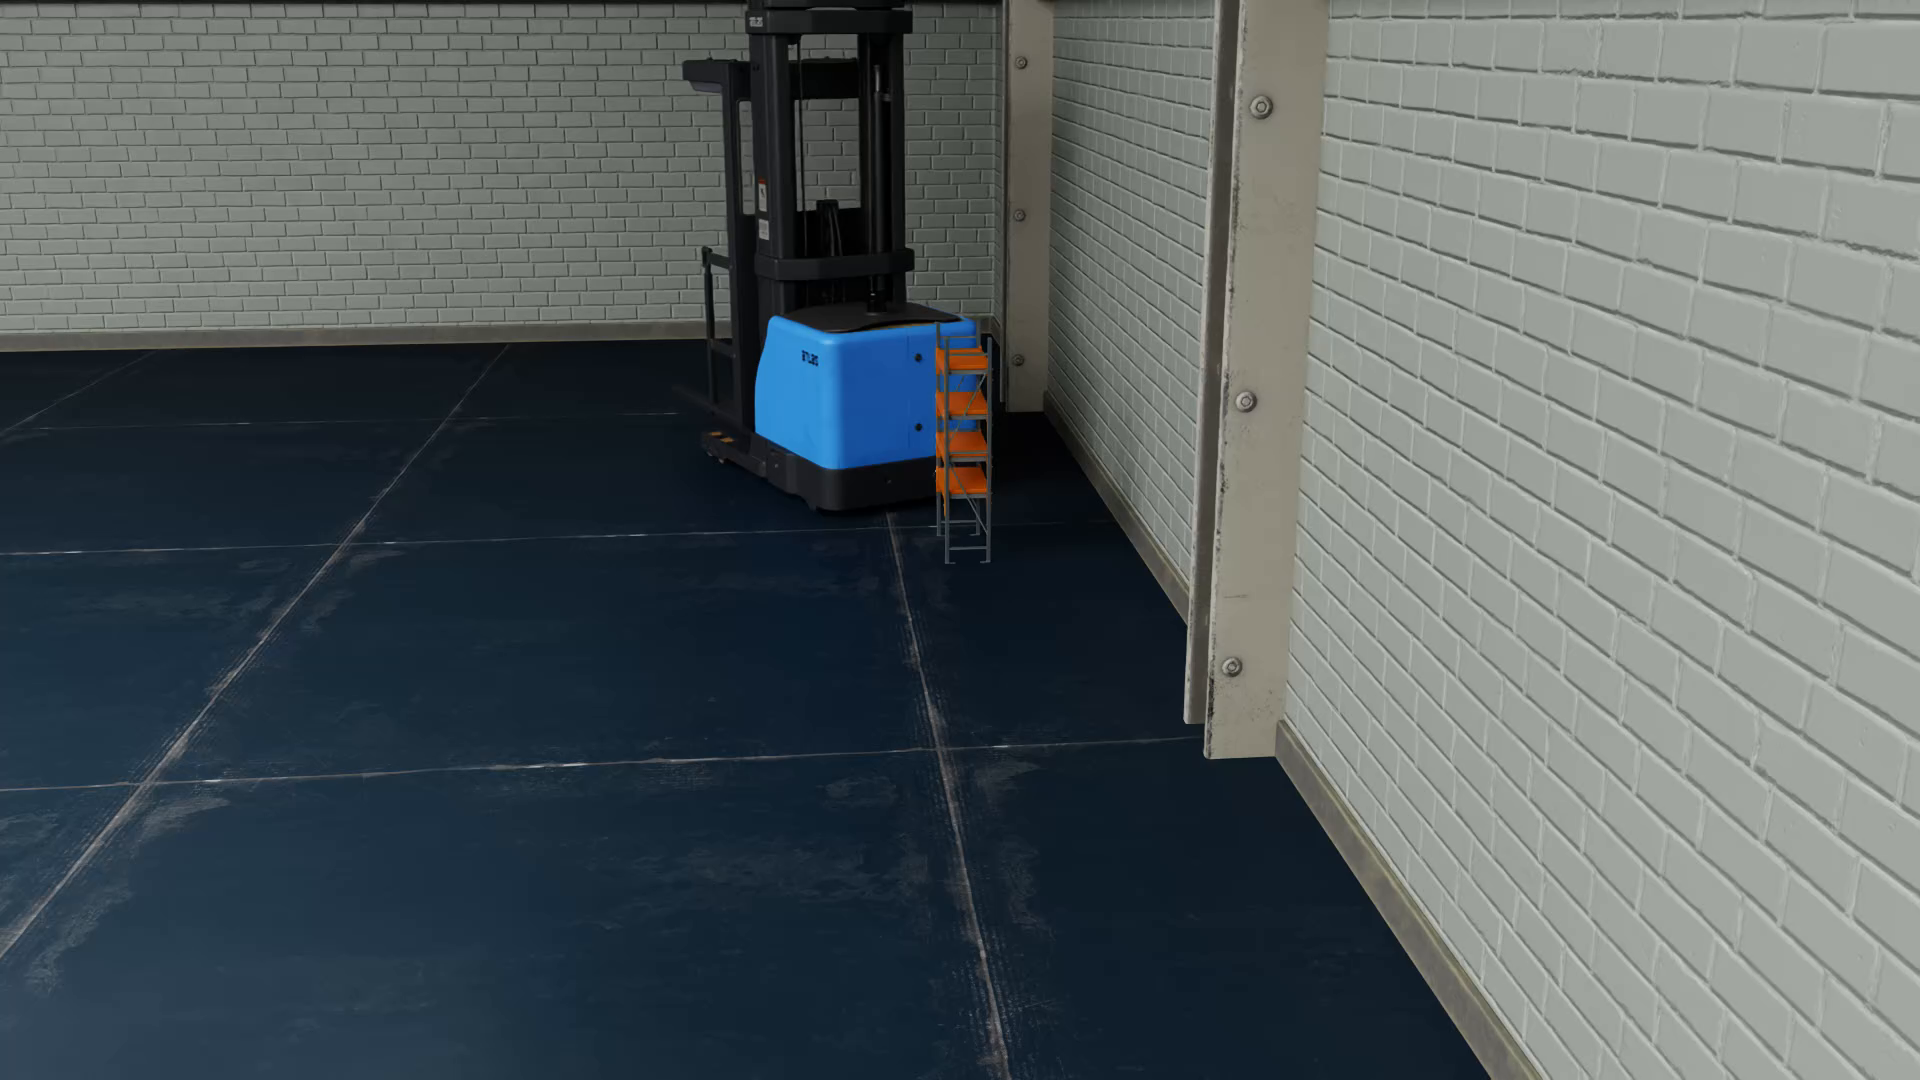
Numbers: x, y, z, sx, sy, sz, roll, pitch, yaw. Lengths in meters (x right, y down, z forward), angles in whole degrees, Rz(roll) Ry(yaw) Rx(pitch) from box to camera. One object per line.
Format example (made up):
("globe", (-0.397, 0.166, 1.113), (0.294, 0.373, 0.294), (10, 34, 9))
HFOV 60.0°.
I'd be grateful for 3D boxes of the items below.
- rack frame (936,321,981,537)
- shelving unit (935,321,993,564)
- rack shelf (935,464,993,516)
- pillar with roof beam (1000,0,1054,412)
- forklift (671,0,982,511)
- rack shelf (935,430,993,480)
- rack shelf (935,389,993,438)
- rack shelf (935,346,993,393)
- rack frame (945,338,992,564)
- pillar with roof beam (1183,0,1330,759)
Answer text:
("rack frame", (-0.008, -0.596, 9.072), (0.240, 1.200, 0.015), (-2, 18, -6))
("shelving unit", (0.017, -0.523, 8.840), (0.258, 1.200, 0.503), (-2, 18, -6))
("rack shelf", (0.017, -0.270, 8.920), (0.258, 0.148, 0.480), (-2, 18, -6))
("pillar with roof beam", (-3.809, -5.160, 10.590), (9.100, 9.000, 0.400), (-2, 18, -6))
("forklift", (-1.041, -1.955, 10.511), (1.130, 2.935, 3.031), (-10, 20, -28))
("rack shelf", (0.017, -0.459, 8.860), (0.258, 0.148, 0.480), (-2, 18, -6))
("rack shelf", (0.017, -0.672, 8.793), (0.258, 0.148, 0.480), (-2, 18, -6))
("rack shelf", (0.017, -0.898, 8.723), (0.258, 0.148, 0.480), (-2, 18, -6))
("rack frame", (0.042, -0.450, 8.609), (0.240, 1.200, 0.015), (-2, 18, -6))
("pillar with roof beam", (-3.190, -3.373, 4.896), (9.100, 9.000, 0.400), (-2, 18, -6))
